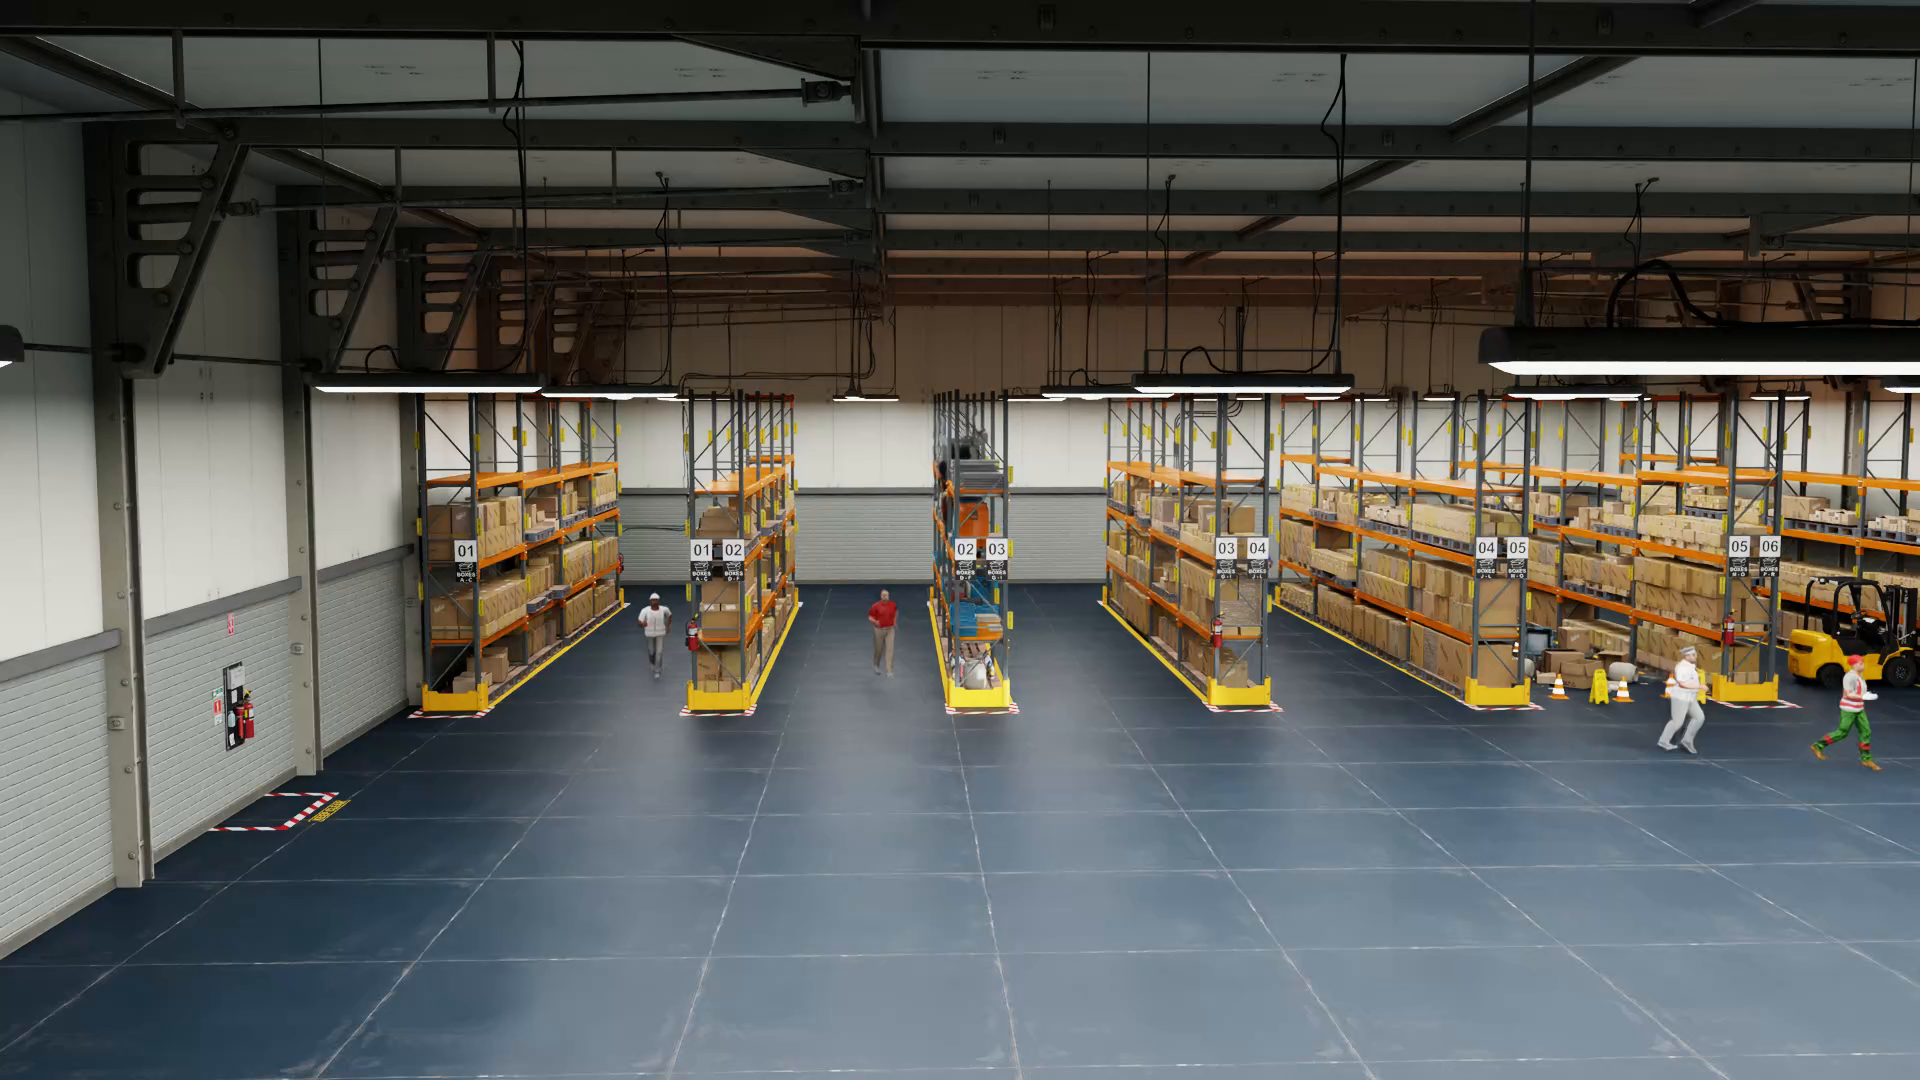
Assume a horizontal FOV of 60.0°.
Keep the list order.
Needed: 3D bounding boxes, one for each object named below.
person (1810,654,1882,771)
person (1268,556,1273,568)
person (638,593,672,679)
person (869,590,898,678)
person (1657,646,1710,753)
[{"bbox_3d":[14.011,2.687,26.207,0.672,1.799,1.003,-4,6,-43],"label":"person"},{"bbox_3d":[8.737,0.962,48.544,0.736,1.681,0.632,-2,5,-22],"label":"person"},{"bbox_3d":[-6.356,1.979,34.664,0.703,1.739,1.007,-1,5,-10],"label":"person"},{"bbox_3d":[-1.523,1.868,33.375,0.647,1.766,0.878,-1,5,-17],"label":"person"},{"bbox_3d":[11.911,2.633,27.313,0.788,1.829,0.611,4,6,42],"label":"person"}]
